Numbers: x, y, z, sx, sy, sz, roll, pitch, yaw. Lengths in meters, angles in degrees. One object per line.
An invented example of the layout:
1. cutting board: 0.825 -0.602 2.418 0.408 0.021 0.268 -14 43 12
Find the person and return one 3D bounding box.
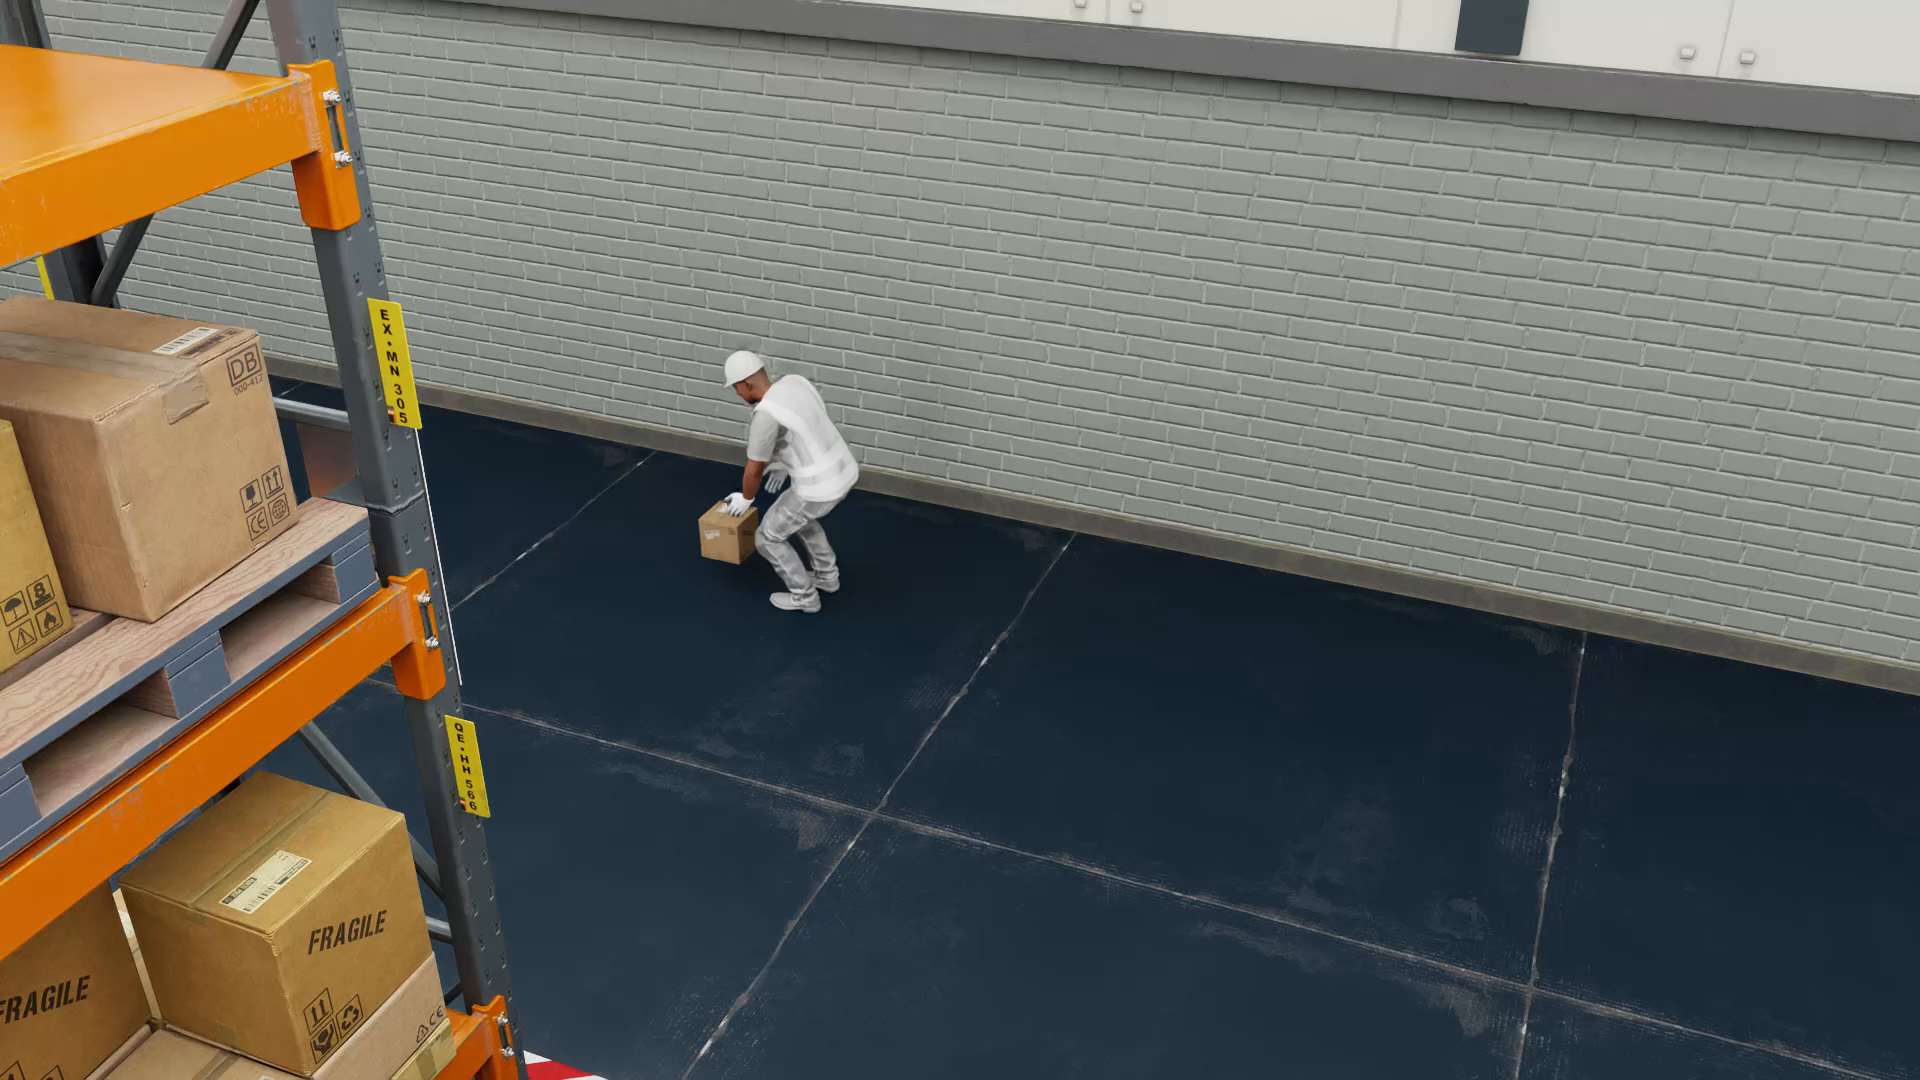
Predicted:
1. person: -0.944 -0.317 9.236 0.717 1.498 0.610 11 31 19
